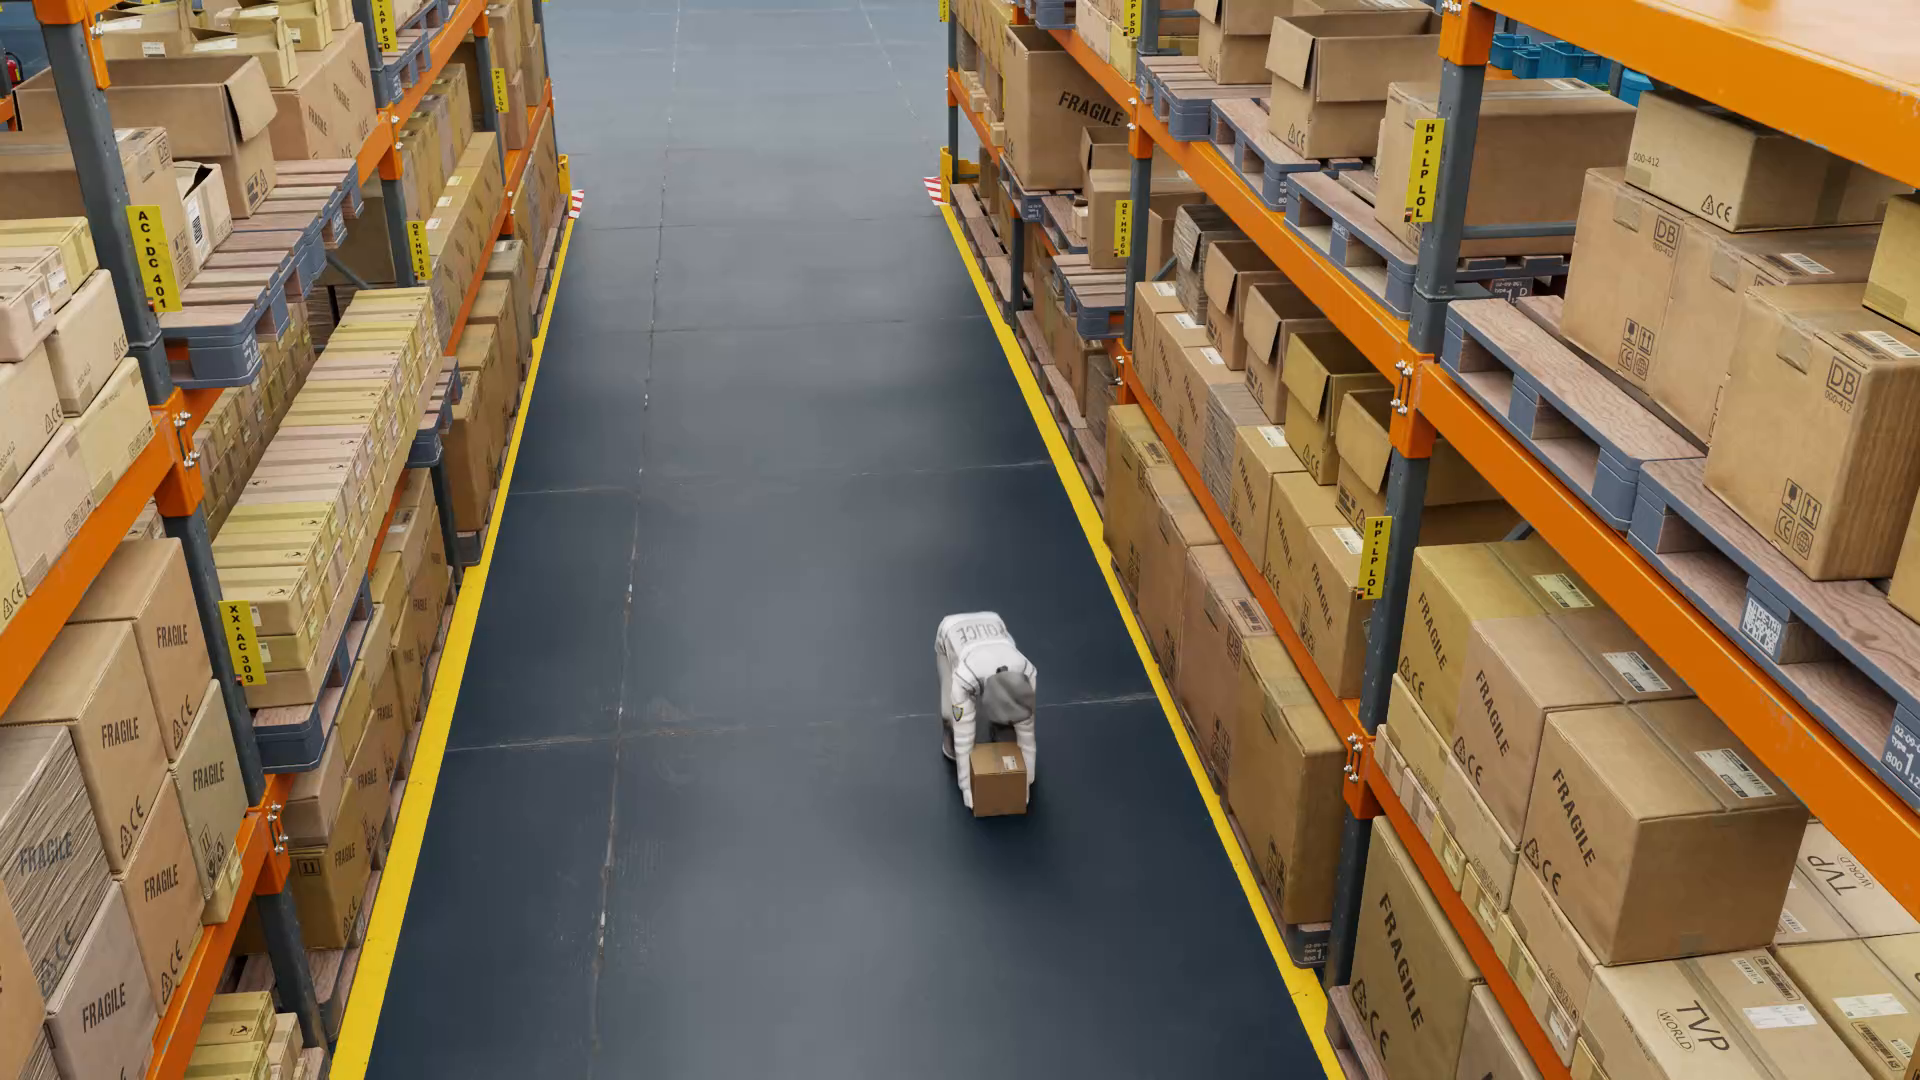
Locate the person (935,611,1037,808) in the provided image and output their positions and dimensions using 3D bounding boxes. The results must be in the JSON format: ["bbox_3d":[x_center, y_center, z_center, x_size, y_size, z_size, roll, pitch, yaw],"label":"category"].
[{"bbox_3d":[0.129,0.793,8.100,0.456,0.761,0.915,-5,28,-9],"label":"person"}]
